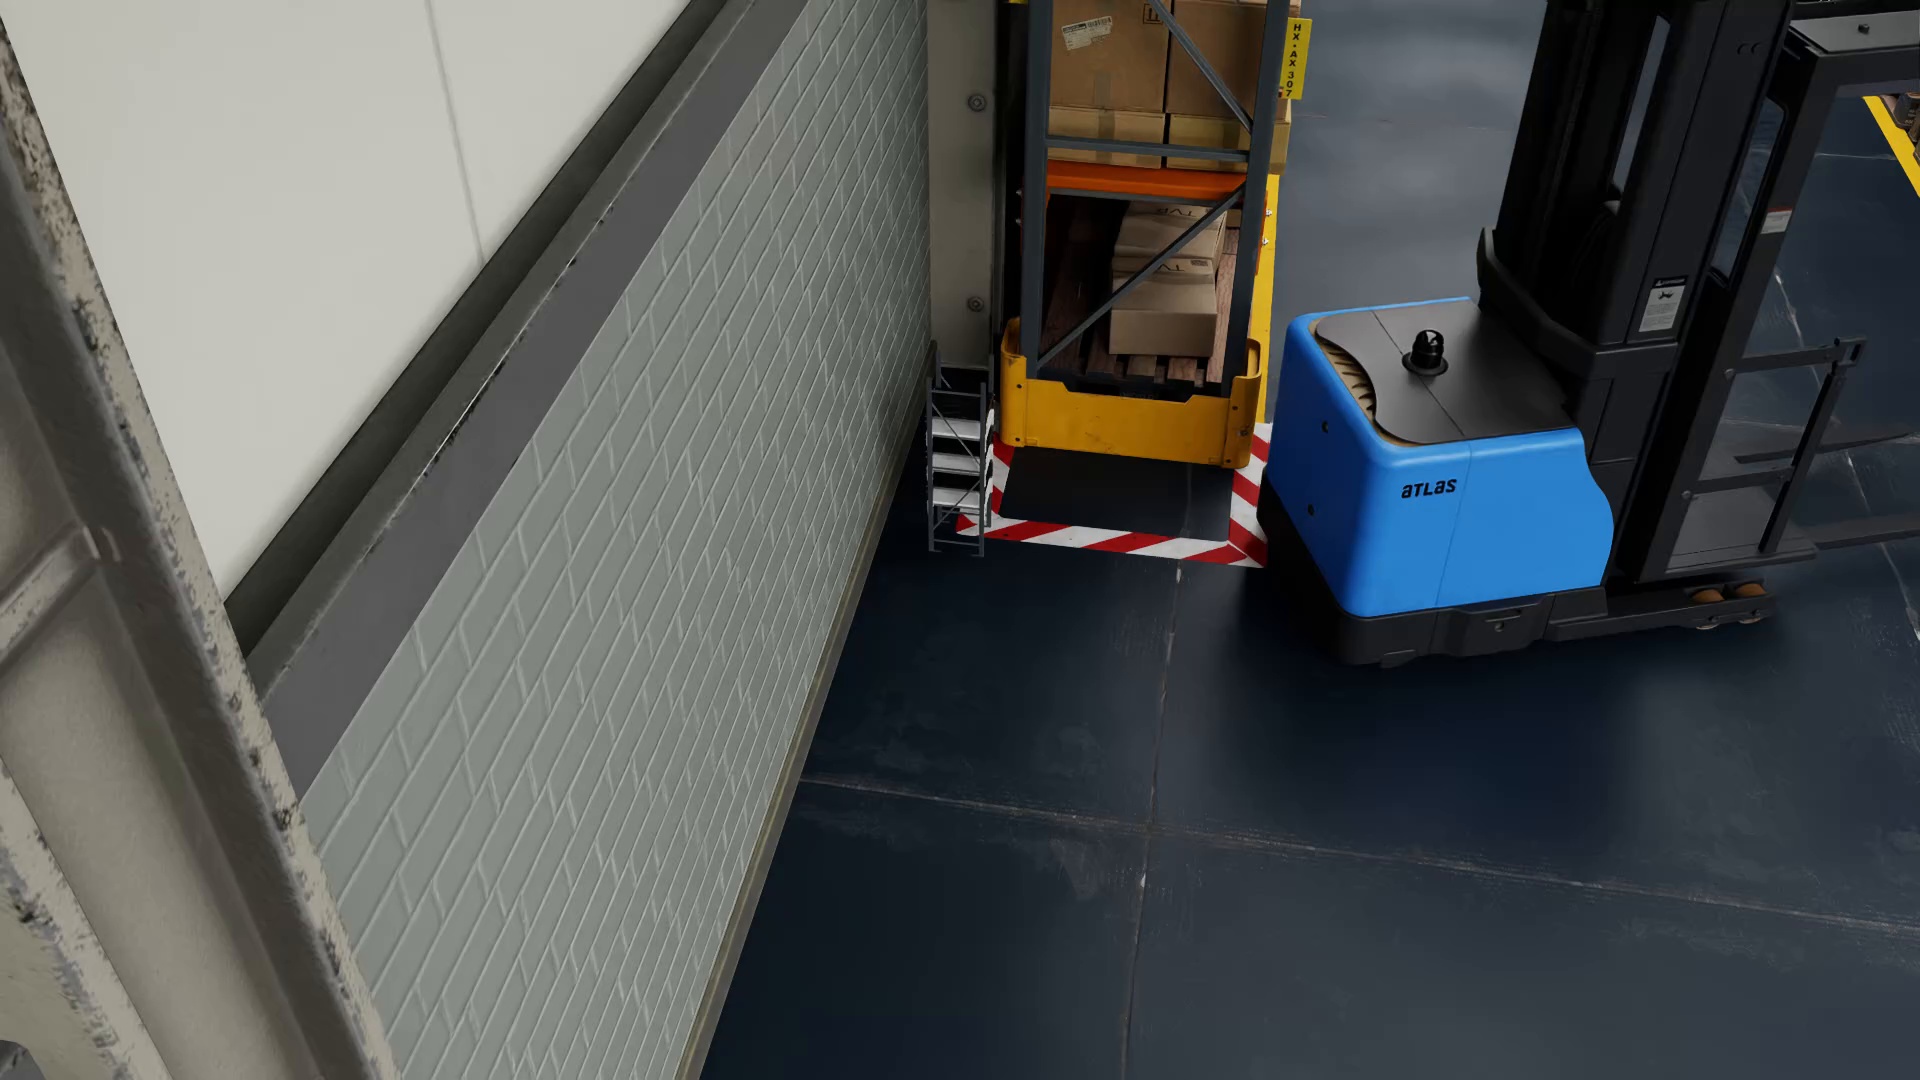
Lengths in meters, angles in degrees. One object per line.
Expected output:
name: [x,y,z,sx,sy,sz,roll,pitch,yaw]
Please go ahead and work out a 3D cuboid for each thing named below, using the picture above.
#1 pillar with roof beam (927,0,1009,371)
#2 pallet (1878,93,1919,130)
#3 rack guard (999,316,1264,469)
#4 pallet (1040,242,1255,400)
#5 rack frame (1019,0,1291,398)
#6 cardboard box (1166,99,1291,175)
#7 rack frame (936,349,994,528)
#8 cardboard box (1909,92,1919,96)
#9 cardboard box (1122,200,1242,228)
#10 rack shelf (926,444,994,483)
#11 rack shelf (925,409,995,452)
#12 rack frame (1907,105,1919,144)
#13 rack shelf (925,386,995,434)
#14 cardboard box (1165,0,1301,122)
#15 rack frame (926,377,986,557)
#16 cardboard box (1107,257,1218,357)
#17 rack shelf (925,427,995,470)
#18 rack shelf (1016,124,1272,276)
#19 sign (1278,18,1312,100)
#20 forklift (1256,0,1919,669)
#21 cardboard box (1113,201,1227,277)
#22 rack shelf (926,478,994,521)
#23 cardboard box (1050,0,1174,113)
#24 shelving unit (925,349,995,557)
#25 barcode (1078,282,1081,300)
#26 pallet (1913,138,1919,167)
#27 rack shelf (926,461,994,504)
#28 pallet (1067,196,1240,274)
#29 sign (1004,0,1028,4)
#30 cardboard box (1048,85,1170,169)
pillar with roof beam: [4.276,-3.973,4.993,9.100,9.000,0.400,6,40,8]
pallet: [6.428,-2.959,10.663,1.003,0.211,1.213,6,40,8]
rack guard: [0.780,-0.685,7.686,1.175,0.500,0.348,6,40,8]
pallet: [0.955,-1.080,8.390,1.003,0.211,1.213,6,40,8]
rack frame: [0.767,-1.601,6.832,1.000,3.000,0.127,6,40,8]
cardboard box: [1.164,-1.822,7.201,0.500,0.250,0.500,5,40,6]
rack frame: [0.019,-0.416,7.046,0.240,0.900,0.006,6,40,8]
cardboard box: [6.125,-2.962,10.306,0.500,0.250,0.500,6,40,7]
cardboard box: [1.250,-2.044,8.984,0.700,0.500,0.500,4,40,5]
rack shelf: [0.001,-0.326,6.990,0.258,0.077,0.200,6,40,8]
rack shelf: [0.001,-0.465,6.876,0.258,0.077,0.200,6,40,8]
rack frame: [6.339,-3.567,9.210,1.000,3.000,0.127,6,40,8]
rack shelf: [0.001,-0.534,6.818,0.258,0.077,0.200,6,40,8]
cardboard box: [1.145,-2.106,6.957,0.500,0.500,0.500,6,40,8]
rack frame: [-0.016,-0.288,6.892,0.240,0.900,0.006,6,40,8]
cardboard box: [0.975,-1.158,8.062,0.500,0.311,0.500,2,40,3]
rack shelf: [0.001,-0.395,6.933,0.258,0.077,0.200,6,40,8]
rack shelf: [1.113,-2.579,8.579,1.077,0.370,4.000,6,40,8]
sign: [1.301,-1.875,6.484,0.100,0.325,0.005,6,40,8]
forklift: [2.863,-1.087,6.264,3.031,2.935,1.130,-7,40,-9]
cardboard box: [1.074,-1.516,8.495,0.500,0.311,0.500,10,41,11]
rack shelf: [0.001,-0.187,7.105,0.258,0.077,0.200,6,40,8]
cardboard box: [0.639,-2.159,7.021,0.500,0.500,0.500,6,40,7]
shelving unit: [0.001,-0.352,6.969,0.258,0.900,0.210,6,40,8]
barcode: [0.584,-1.217,8.126,0.001,0.075,0.075,6,40,8]
pallet: [6.160,-1.998,9.501,1.003,0.211,1.213,6,40,8]
rack shelf: [0.001,-0.257,7.048,0.258,0.077,0.200,6,40,8]
pallet: [1.169,-1.843,9.314,1.003,0.211,1.213,6,40,8]
sign: [0.224,-2.243,6.452,0.100,0.325,0.005,6,40,8]
cardboard box: [0.657,-1.865,7.254,0.500,0.250,0.500,7,40,8]
